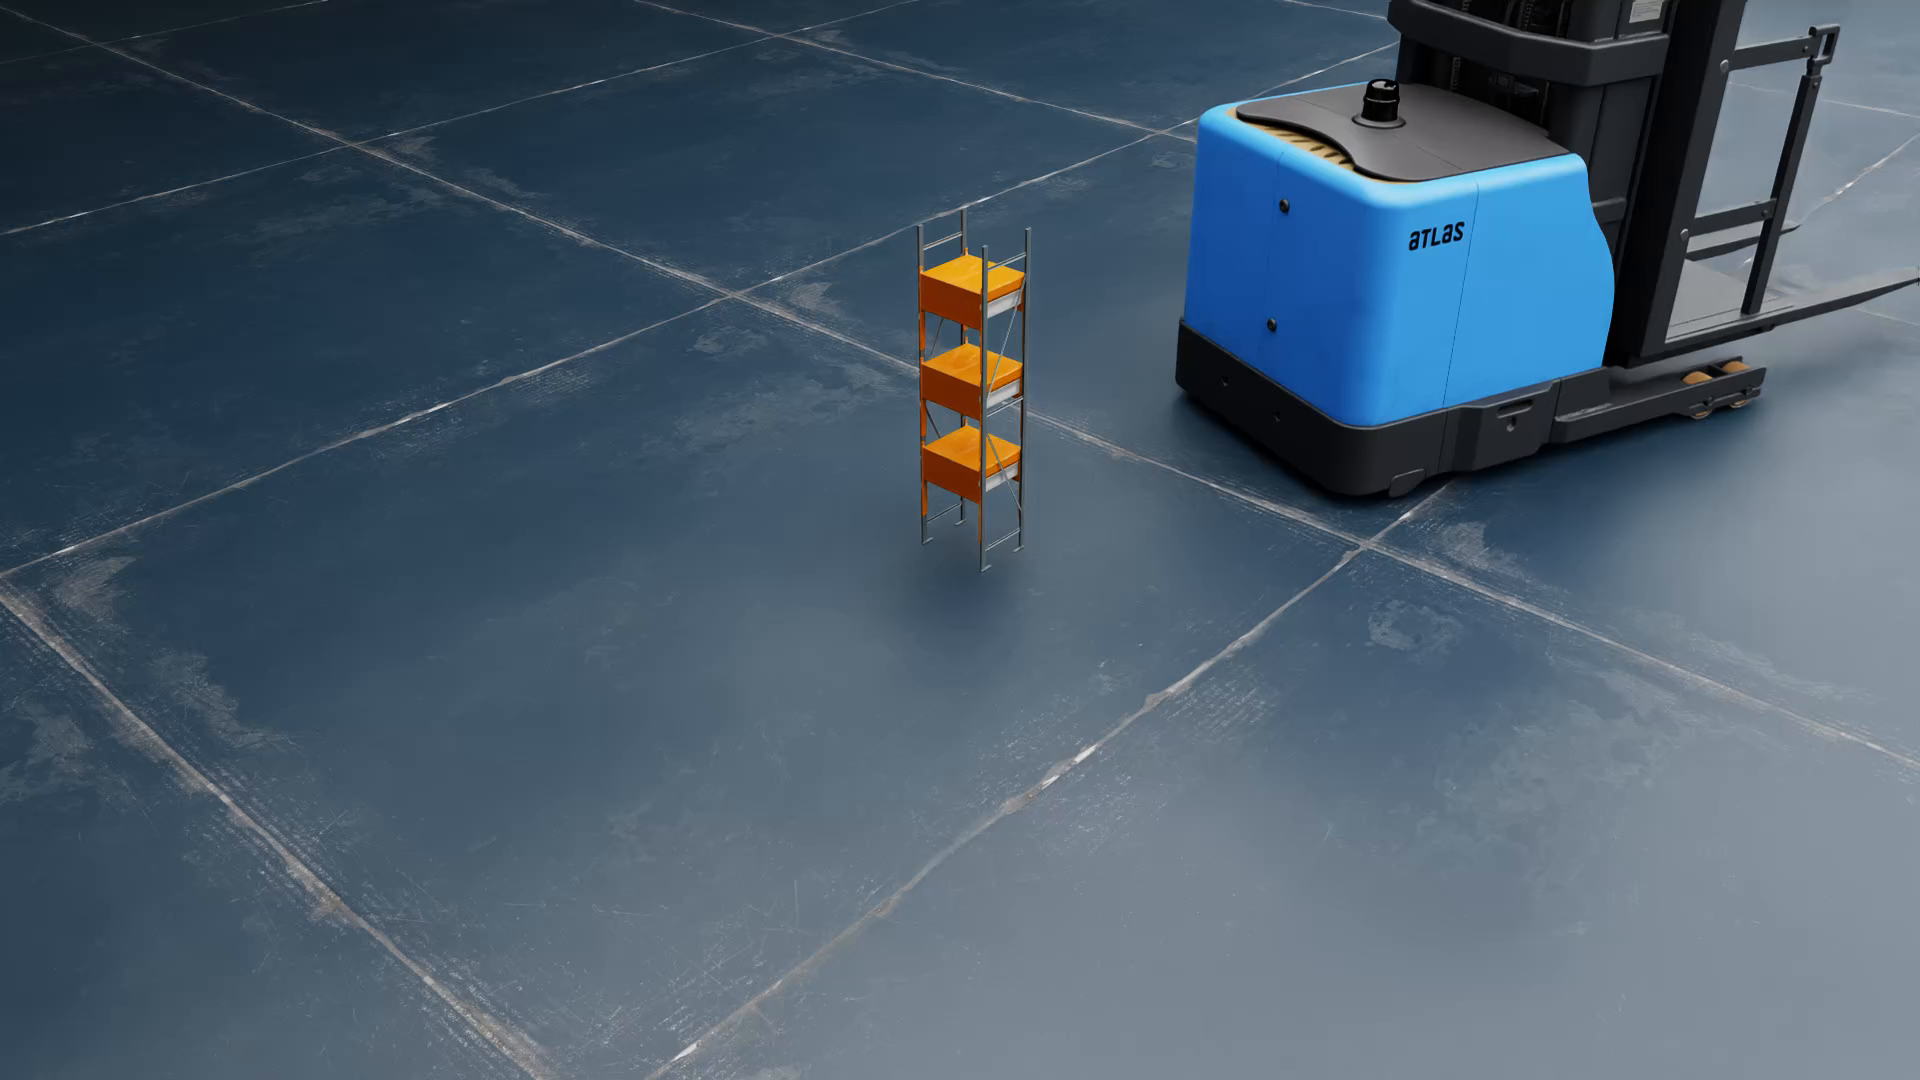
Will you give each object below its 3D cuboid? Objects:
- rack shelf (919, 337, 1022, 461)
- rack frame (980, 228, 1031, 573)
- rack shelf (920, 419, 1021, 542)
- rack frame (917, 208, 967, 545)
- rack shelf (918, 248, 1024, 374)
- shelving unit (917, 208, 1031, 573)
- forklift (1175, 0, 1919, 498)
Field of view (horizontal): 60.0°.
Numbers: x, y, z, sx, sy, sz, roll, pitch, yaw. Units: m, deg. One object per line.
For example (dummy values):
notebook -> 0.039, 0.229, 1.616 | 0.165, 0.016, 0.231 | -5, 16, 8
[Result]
rack shelf -> 0.040, -0.422, 4.954 | 0.240, 0.259, 0.215 | 25, 39, 35
rack frame -> 0.130, -0.389, 4.878 | 0.008, 1.050, 0.200 | 25, 39, 35
rack shelf -> 0.040, -0.184, 5.097 | 0.240, 0.259, 0.215 | 25, 39, 35
rack frame -> -0.051, -0.473, 5.019 | 0.008, 1.050, 0.200 | 25, 39, 35
rack shelf -> 0.040, -0.665, 4.808 | 0.240, 0.259, 0.215 | 25, 39, 35
shelving unit -> 0.040, -0.431, 4.948 | 0.252, 1.050, 0.215 | 25, 39, 35
forklift -> 2.336, -1.916, 5.591 | 3.031, 2.935, 1.130 | -15, 34, -23
